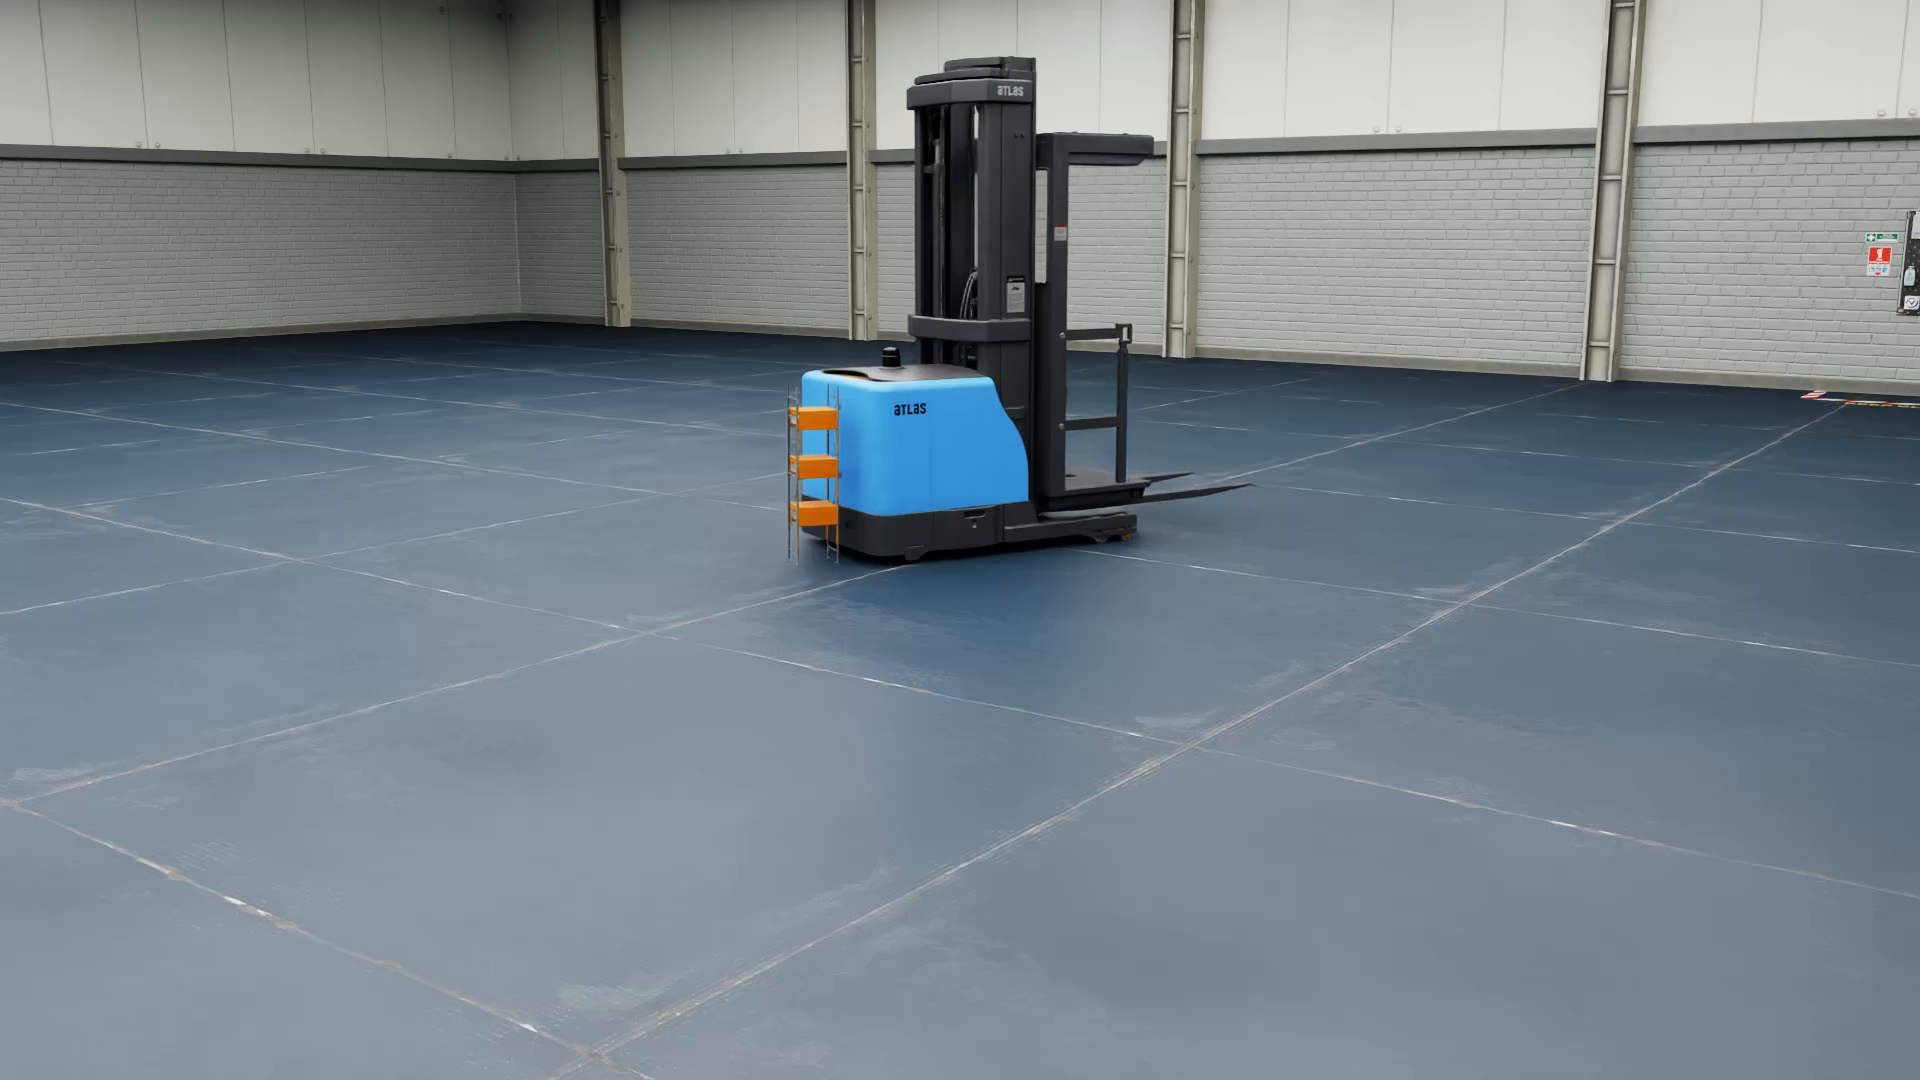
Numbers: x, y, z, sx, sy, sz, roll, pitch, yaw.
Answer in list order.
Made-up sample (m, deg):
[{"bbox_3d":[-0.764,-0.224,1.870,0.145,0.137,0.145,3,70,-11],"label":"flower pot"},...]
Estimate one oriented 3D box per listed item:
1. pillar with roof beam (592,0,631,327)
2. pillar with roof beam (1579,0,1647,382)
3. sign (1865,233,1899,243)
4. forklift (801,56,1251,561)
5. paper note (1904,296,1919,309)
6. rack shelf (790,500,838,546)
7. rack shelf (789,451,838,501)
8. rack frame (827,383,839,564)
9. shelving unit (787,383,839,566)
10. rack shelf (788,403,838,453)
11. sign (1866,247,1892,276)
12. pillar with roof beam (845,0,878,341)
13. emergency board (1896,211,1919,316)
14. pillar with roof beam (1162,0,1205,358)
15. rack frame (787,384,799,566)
[{"bbox_3d":[-9.002,-7.802,27.165,0.400,9.000,9.100,8,13,36],"label":"pillar with roof beam"},{"bbox_3d":[5.506,-5.778,16.705,0.400,9.000,9.100,8,13,36],"label":"pillar with roof beam"},{"bbox_3d":[10.535,-3.455,19.000,0.331,0.109,0.001,8,13,36],"label":"sign"},{"bbox_3d":[0.528,-1.502,10.579,3.031,2.935,1.130,-7,13,-32],"label":"forklift"},{"bbox_3d":[10.819,-2.699,18.902,0.142,0.148,0.016,8,13,36],"label":"paper note"},{"bbox_3d":[-0.866,-0.103,9.807,0.240,0.259,0.215,-4,11,-22],"label":"rack shelf"},{"bbox_3d":[-0.863,-0.376,9.755,0.240,0.259,0.215,-4,11,-22],"label":"rack shelf"},{"bbox_3d":[-0.750,-0.393,9.799,0.008,1.050,0.200,-4,11,-22],"label":"rack frame"},{"bbox_3d":[-0.862,-0.386,9.753,0.252,1.050,0.215,-4,11,-22],"label":"shelving unit"},{"bbox_3d":[-0.859,-0.655,9.703,0.240,0.259,0.215,-4,11,-22],"label":"rack shelf"},{"bbox_3d":[10.537,-3.196,19.060,0.234,0.329,0.001,8,13,36],"label":"sign"},{"bbox_3d":[-4.166,-7.127,23.678,0.400,9.000,9.100,8,13,36],"label":"pillar with roof beam"},{"bbox_3d":[10.925,-3.105,18.680,0.626,1.169,0.157,8,13,36],"label":"emergency board"},{"bbox_3d":[0.670,-6.453,20.192,0.400,9.000,9.100,8,13,36],"label":"pillar with roof beam"},{"bbox_3d":[-0.975,-0.379,9.708,0.008,1.050,0.200,-4,11,-22],"label":"rack frame"}]
